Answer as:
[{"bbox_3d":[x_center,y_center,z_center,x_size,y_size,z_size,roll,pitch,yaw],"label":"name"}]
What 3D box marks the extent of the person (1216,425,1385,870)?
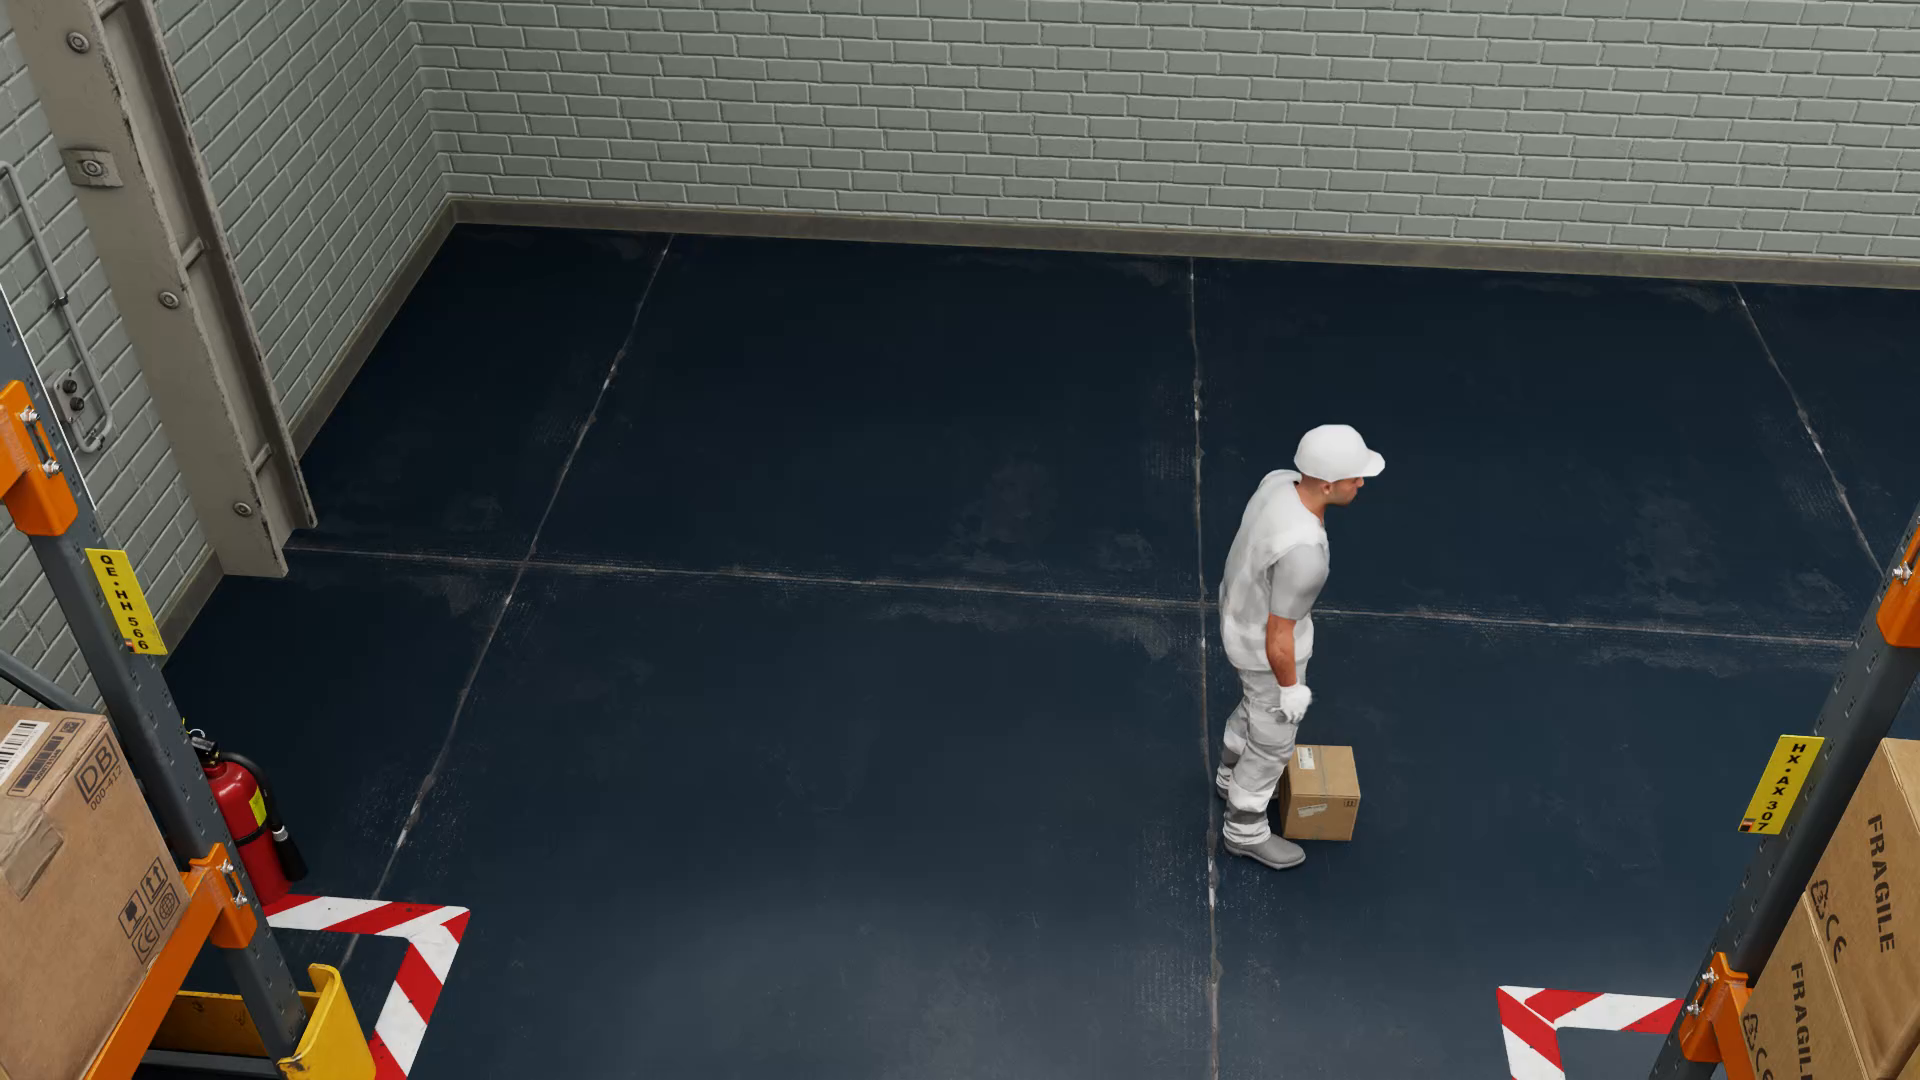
[{"bbox_3d":[1.111,0.350,5.723,0.454,1.779,0.609,3,40,4],"label":"person"}]
